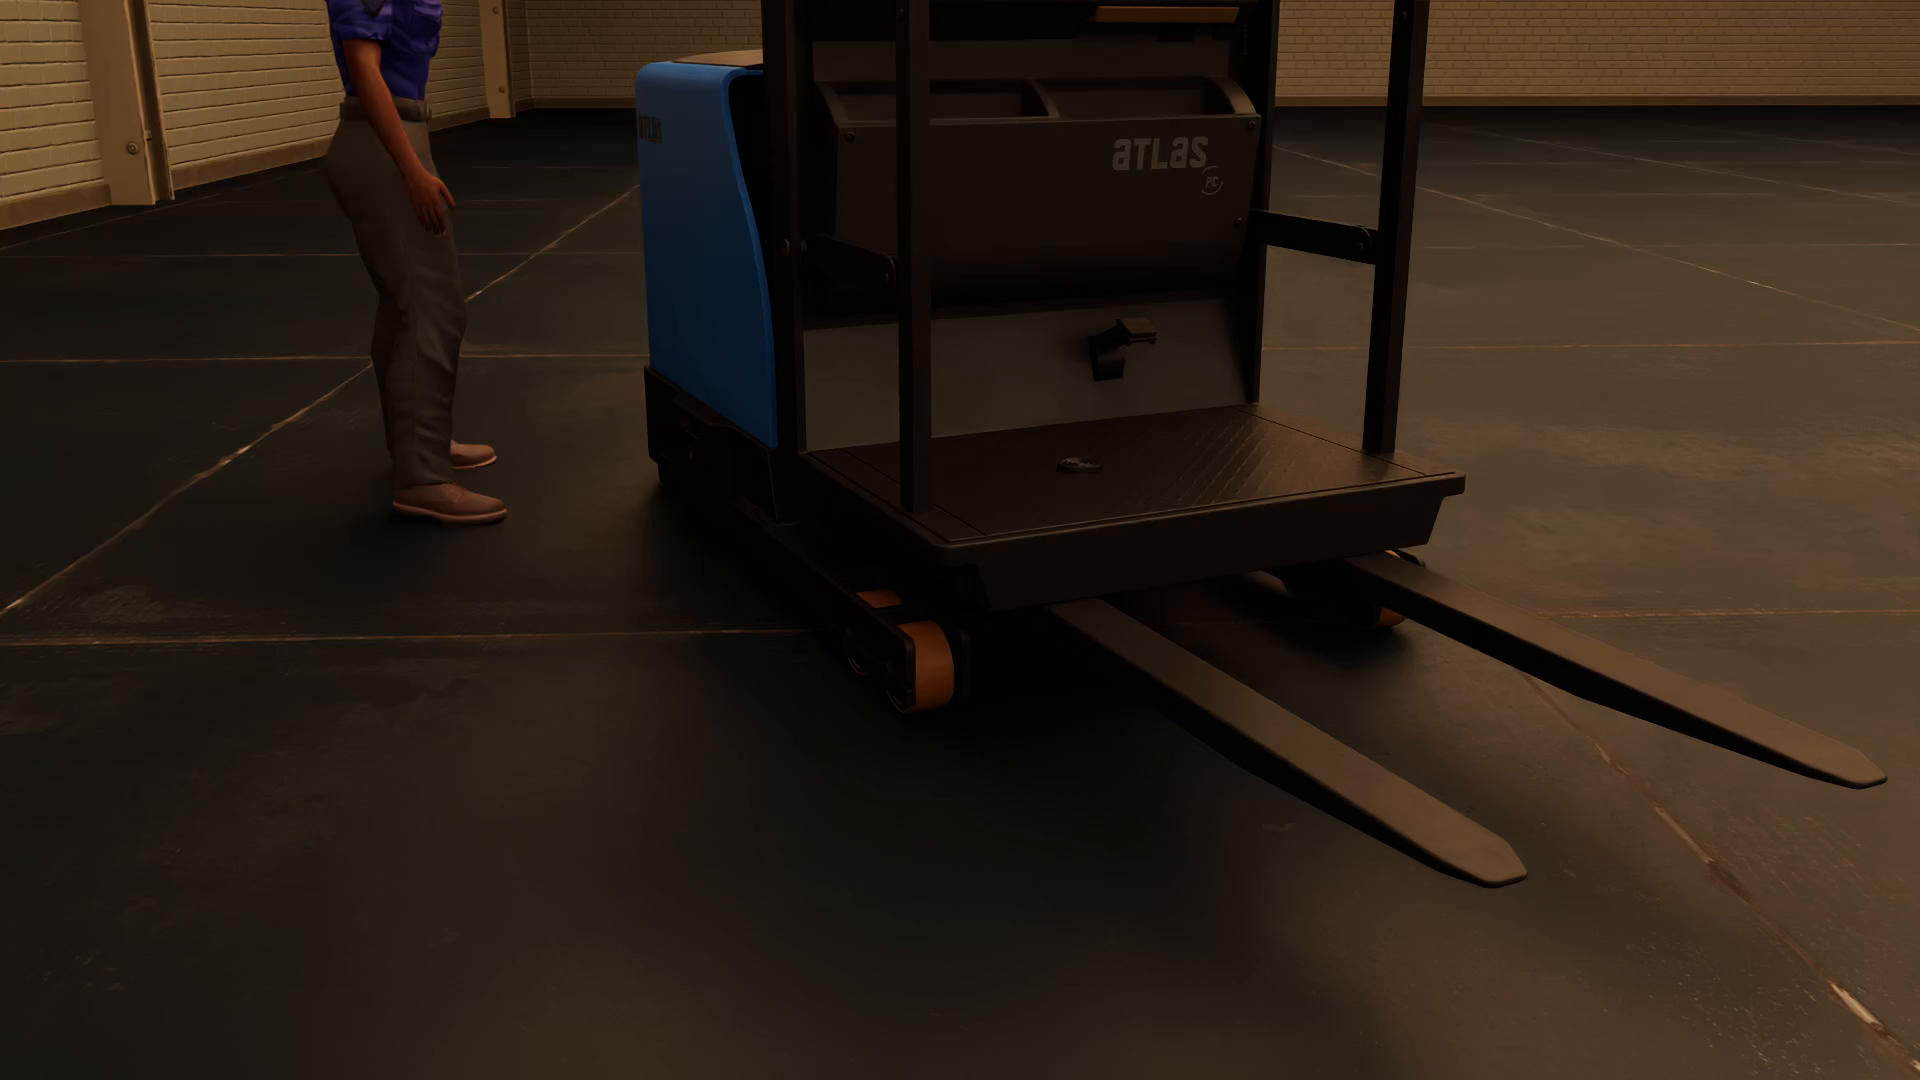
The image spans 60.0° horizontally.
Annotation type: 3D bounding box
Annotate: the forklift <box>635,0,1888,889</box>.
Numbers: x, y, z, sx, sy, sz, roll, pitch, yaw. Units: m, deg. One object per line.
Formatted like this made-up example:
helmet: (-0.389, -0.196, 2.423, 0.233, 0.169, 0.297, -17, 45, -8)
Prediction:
forklift: (0.258, -1.240, 2.962, 1.130, 2.935, 3.031, -8, 19, -24)

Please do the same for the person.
person: (-1.362, -0.902, 4.071, 0.359, 1.655, 0.700, -5, 18, -15)
